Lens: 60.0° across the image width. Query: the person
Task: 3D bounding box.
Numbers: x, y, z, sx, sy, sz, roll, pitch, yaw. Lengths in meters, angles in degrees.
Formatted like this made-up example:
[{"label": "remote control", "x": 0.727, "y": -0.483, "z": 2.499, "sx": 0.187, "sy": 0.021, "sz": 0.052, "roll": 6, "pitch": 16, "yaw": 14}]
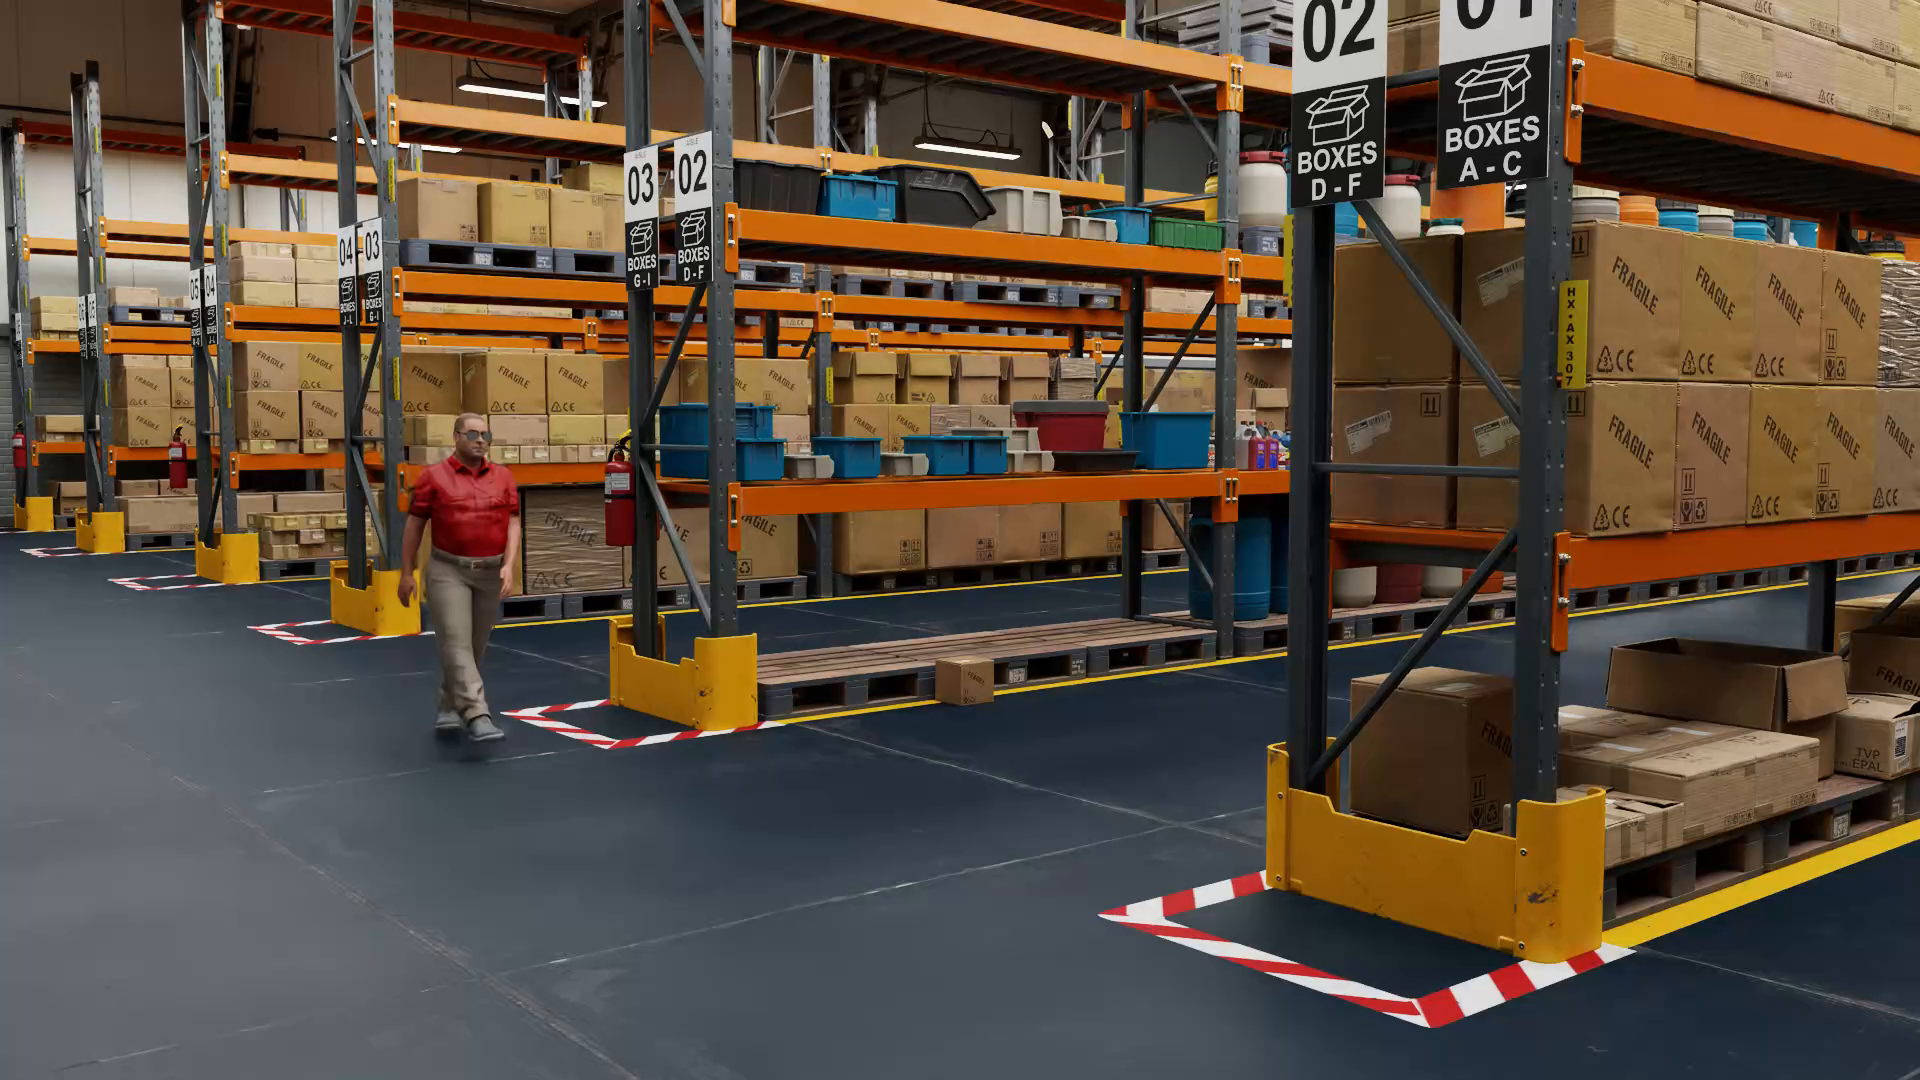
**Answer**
[{"label": "person", "x": -2.482, "y": 0.189, "z": 8.492, "sx": 0.565, "sy": 1.673, "sz": 1.035, "roll": -4, "pitch": 6, "yaw": -40}]
